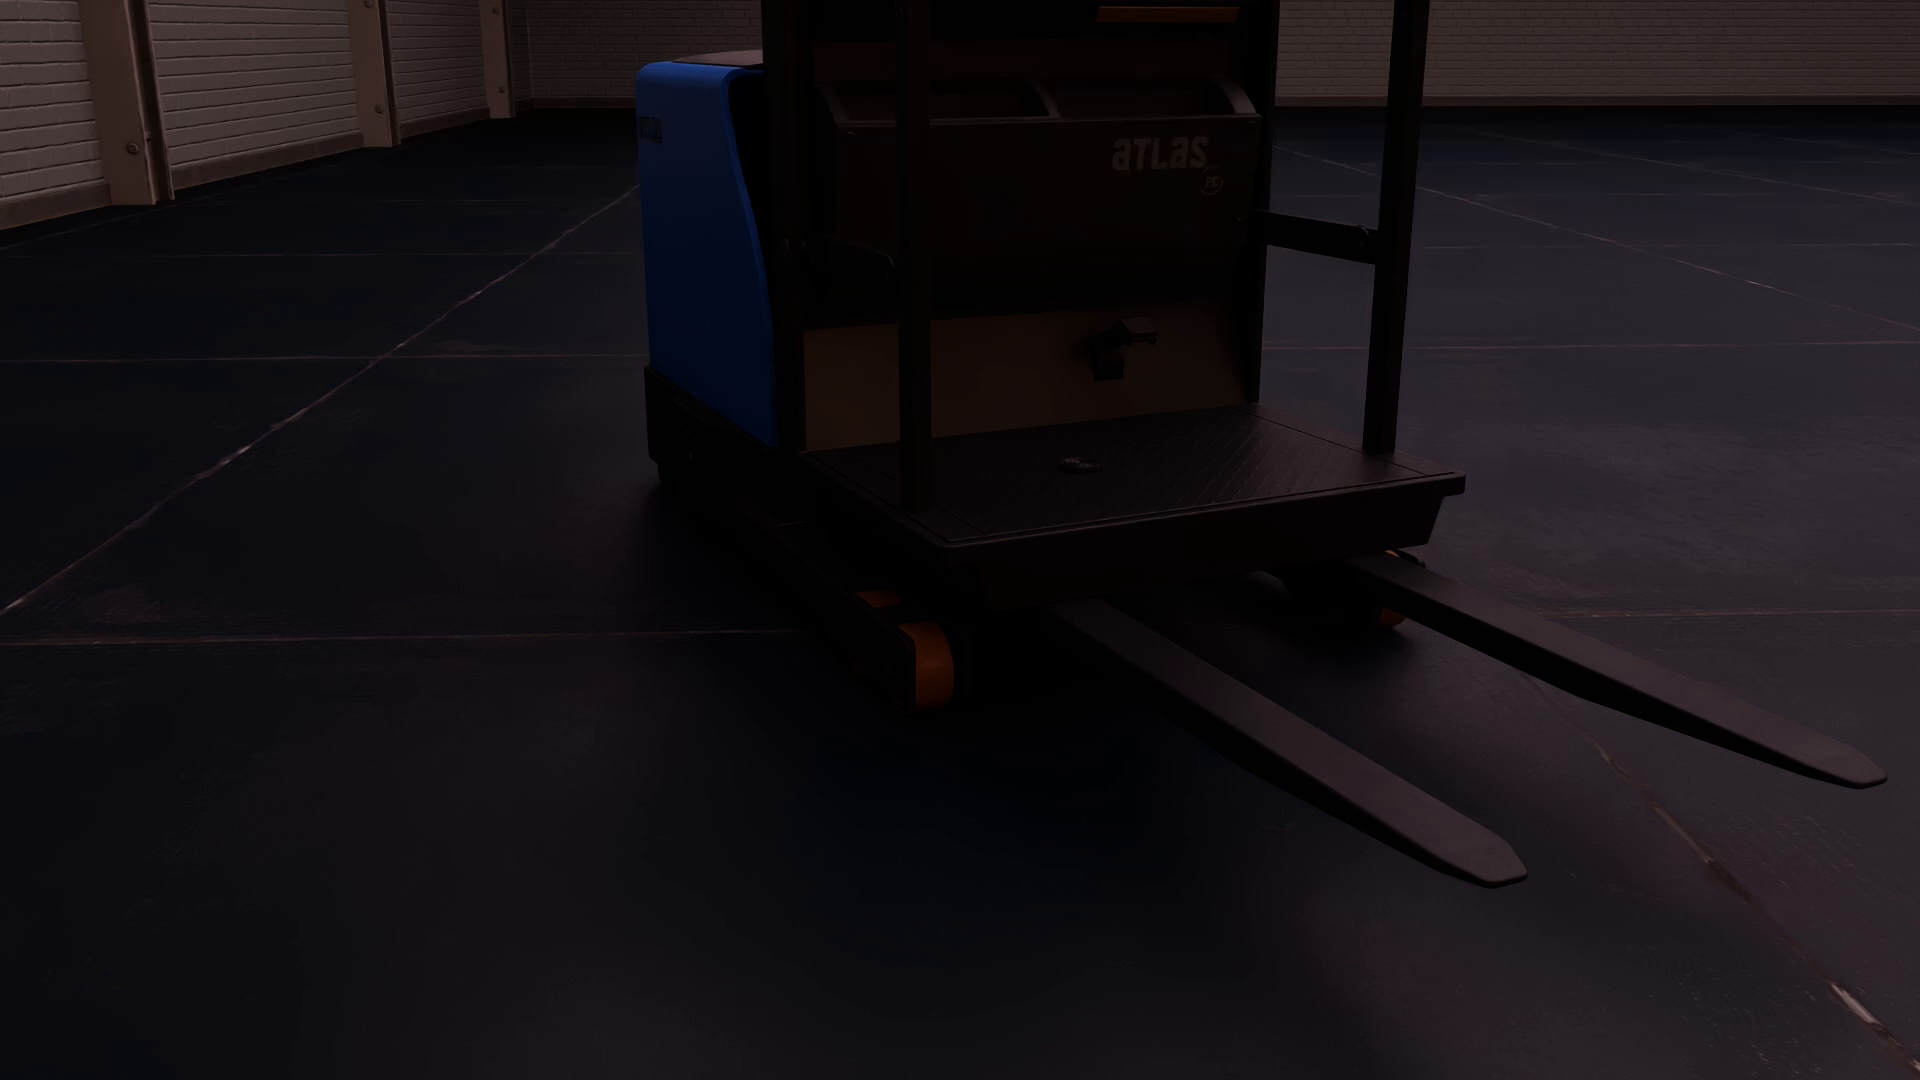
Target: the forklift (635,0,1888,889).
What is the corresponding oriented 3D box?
[{"bbox_3d":[0.258,-1.240,2.962,1.130,2.935,3.031,-8,19,-24],"label":"forklift"}]
